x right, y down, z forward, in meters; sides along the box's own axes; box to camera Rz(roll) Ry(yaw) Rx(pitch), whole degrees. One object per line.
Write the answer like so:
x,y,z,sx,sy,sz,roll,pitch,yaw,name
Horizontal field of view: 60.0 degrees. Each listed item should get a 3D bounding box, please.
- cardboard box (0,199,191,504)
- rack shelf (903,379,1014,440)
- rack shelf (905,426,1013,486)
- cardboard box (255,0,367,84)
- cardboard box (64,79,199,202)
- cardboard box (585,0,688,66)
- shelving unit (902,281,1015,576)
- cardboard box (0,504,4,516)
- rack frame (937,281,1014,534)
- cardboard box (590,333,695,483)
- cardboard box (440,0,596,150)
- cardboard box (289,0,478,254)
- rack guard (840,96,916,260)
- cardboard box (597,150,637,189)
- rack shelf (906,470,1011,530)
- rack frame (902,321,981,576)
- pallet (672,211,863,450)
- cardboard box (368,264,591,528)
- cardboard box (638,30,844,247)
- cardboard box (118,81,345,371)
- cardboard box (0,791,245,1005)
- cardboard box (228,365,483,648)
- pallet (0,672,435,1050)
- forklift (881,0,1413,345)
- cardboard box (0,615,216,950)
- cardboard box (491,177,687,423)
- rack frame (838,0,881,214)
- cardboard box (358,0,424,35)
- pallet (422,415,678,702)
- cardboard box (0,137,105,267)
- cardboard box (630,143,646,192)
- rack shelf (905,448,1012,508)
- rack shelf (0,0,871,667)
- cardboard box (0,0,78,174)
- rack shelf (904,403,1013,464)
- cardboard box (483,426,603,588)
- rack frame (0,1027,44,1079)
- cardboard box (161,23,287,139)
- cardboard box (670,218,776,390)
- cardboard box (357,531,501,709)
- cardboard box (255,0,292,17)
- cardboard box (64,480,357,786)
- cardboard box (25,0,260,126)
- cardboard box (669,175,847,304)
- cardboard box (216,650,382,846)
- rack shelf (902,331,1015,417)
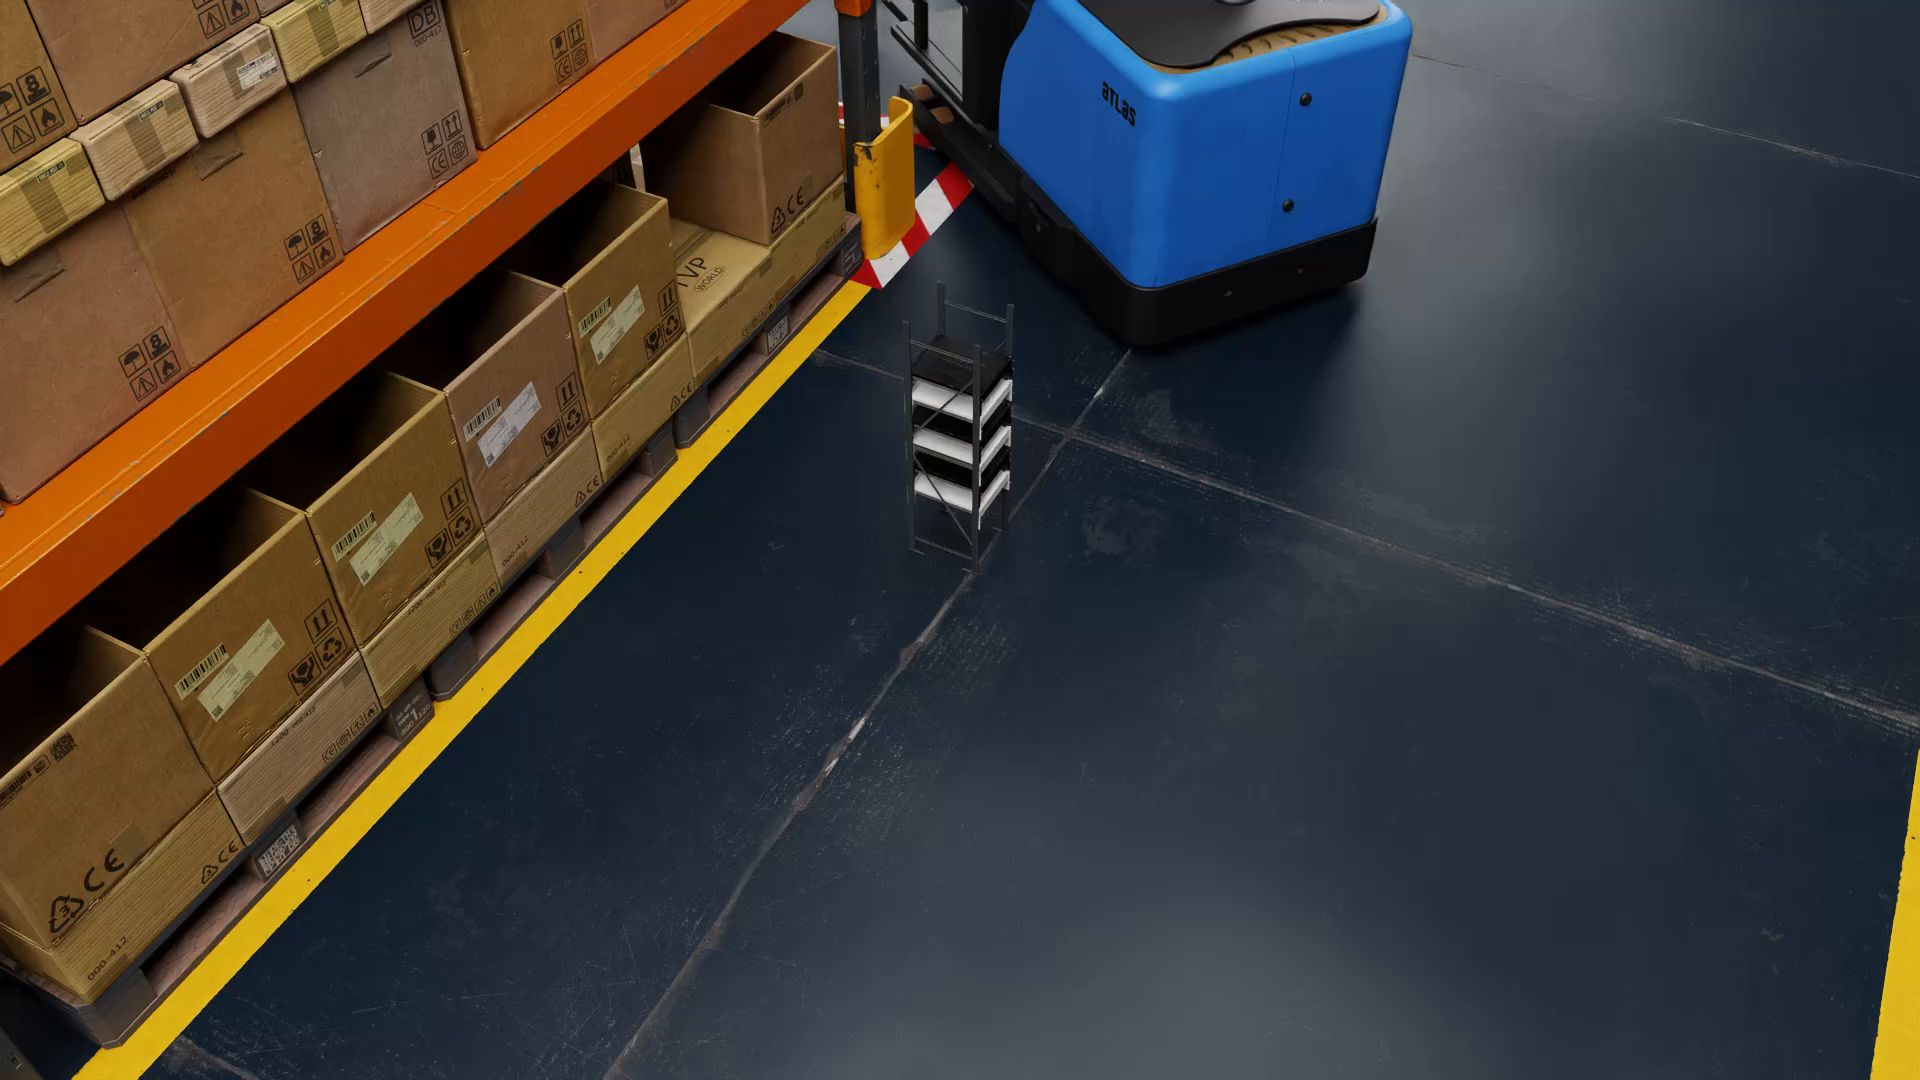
-2.176,-0.516,3.581,0.700,0.500,0.500,20,49,19,cardboard box
-0.004,-0.414,4.821,0.258,0.077,0.200,20,49,19,rack shelf
-0.004,-0.288,4.949,0.258,0.077,0.200,20,49,19,rack shelf
-1.604,-1.210,3.811,0.380,0.149,0.250,20,49,19,cardboard box
-1.846,-0.877,3.482,0.380,0.149,0.250,19,48,18,cardboard box
-1.227,-1.797,4.847,0.700,0.500,0.500,22,49,20,cardboard box
-0.004,-0.311,4.925,0.258,0.900,0.210,20,49,19,shelving unit
-2.415,-0.181,3.250,0.700,0.500,0.500,19,48,18,cardboard box
0.043,-0.375,4.988,0.240,0.900,0.006,20,49,19,rack frame
-1.198,-0.496,5.269,0.500,0.250,0.500,20,49,19,cardboard box
-1.462,-1.487,4.540,0.700,0.500,0.500,21,49,19,cardboard box
-1.703,-1.154,4.211,0.700,0.500,0.500,22,49,20,cardboard box
-0.748,-1.521,6.402,1.175,0.500,0.348,20,49,19,rack guard
-1.435,-1.249,5.486,0.500,0.500,0.500,20,49,19,cardboard box
-0.004,-0.161,5.077,0.258,0.077,0.200,20,49,19,rack shelf
-0.051,-0.247,4.862,0.240,0.900,0.006,20,49,19,rack frame
-1.077,-0.909,6.000,1.003,0.211,1.213,20,49,19,pallet
-1.429,-0.444,4.690,0.500,0.500,0.500,20,49,19,cardboard box
-0.744,-1.393,5.629,0.500,0.500,0.500,20,49,19,cardboard box
-1.940,-0.831,3.892,0.700,0.500,0.500,21,49,20,cardboard box
-2.132,0.762,4.026,0.500,0.250,0.500,20,49,19,cardboard box
-1.659,-0.128,4.378,0.500,0.500,0.500,20,49,19,cardboard box
-2.210,0.628,4.481,1.003,0.211,1.213,20,49,19,pallet
0.405,-2.765,5.922,1.130,2.935,3.031,-19,48,-18,forklift
-2.123,0.502,3.756,0.500,0.500,0.500,20,49,19,cardboard box
-1.196,-0.758,5.001,0.500,0.500,0.500,20,49,19,cardboard box
-0.759,-2.385,5.498,1.000,3.000,0.127,20,49,19,rack frame
-1.486,-1.366,3.965,0.380,0.149,0.250,20,49,19,cardboard box
-1.644,-0.143,5.243,1.003,0.211,1.213,20,49,19,pallet
-1.964,-0.720,3.326,0.380,0.149,0.250,20,49,19,cardboard box
-1.205,-1.301,6.065,0.500,0.250,0.500,20,49,19,cardboard box
-0.004,-0.225,5.013,0.258,0.077,0.200,20,49,19,rack shelf
-1.687,-0.872,4.508,1.077,0.370,4.000,20,49,19,rack shelf
-2.182,-0.956,3.104,0.700,0.500,0.500,20,49,19,cardboard box
-0.004,-0.351,4.885,0.258,0.077,0.200,20,49,19,rack shelf
-1.432,-0.181,4.958,0.500,0.250,0.500,20,49,19,cardboard box
-2.613,0.136,3.006,0.949,2.616,0.053,20,49,19,rack frame
-1.725,-1.046,3.649,0.380,0.149,0.250,19,48,18,cardboard box
-0.968,-0.811,5.581,0.500,0.250,0.500,20,49,19,cardboard box
-1.659,0.136,4.645,0.500,0.250,0.500,20,49,19,cardboard box
-1.717,-1.586,3.726,0.700,0.500,0.500,20,49,19,cardboard box
-1.898,0.184,4.070,0.500,0.500,0.500,20,49,19,cardboard box
-1.949,-1.272,3.415,0.700,0.500,0.500,20,49,19,cardboard box
-0.746,-1.130,5.896,0.500,0.250,0.500,20,49,19,cardboard box
-1.895,0.449,4.335,0.500,0.250,0.500,20,49,19,cardboard box
-0.004,-0.478,4.757,0.258,0.077,0.200,20,49,19,rack shelf
